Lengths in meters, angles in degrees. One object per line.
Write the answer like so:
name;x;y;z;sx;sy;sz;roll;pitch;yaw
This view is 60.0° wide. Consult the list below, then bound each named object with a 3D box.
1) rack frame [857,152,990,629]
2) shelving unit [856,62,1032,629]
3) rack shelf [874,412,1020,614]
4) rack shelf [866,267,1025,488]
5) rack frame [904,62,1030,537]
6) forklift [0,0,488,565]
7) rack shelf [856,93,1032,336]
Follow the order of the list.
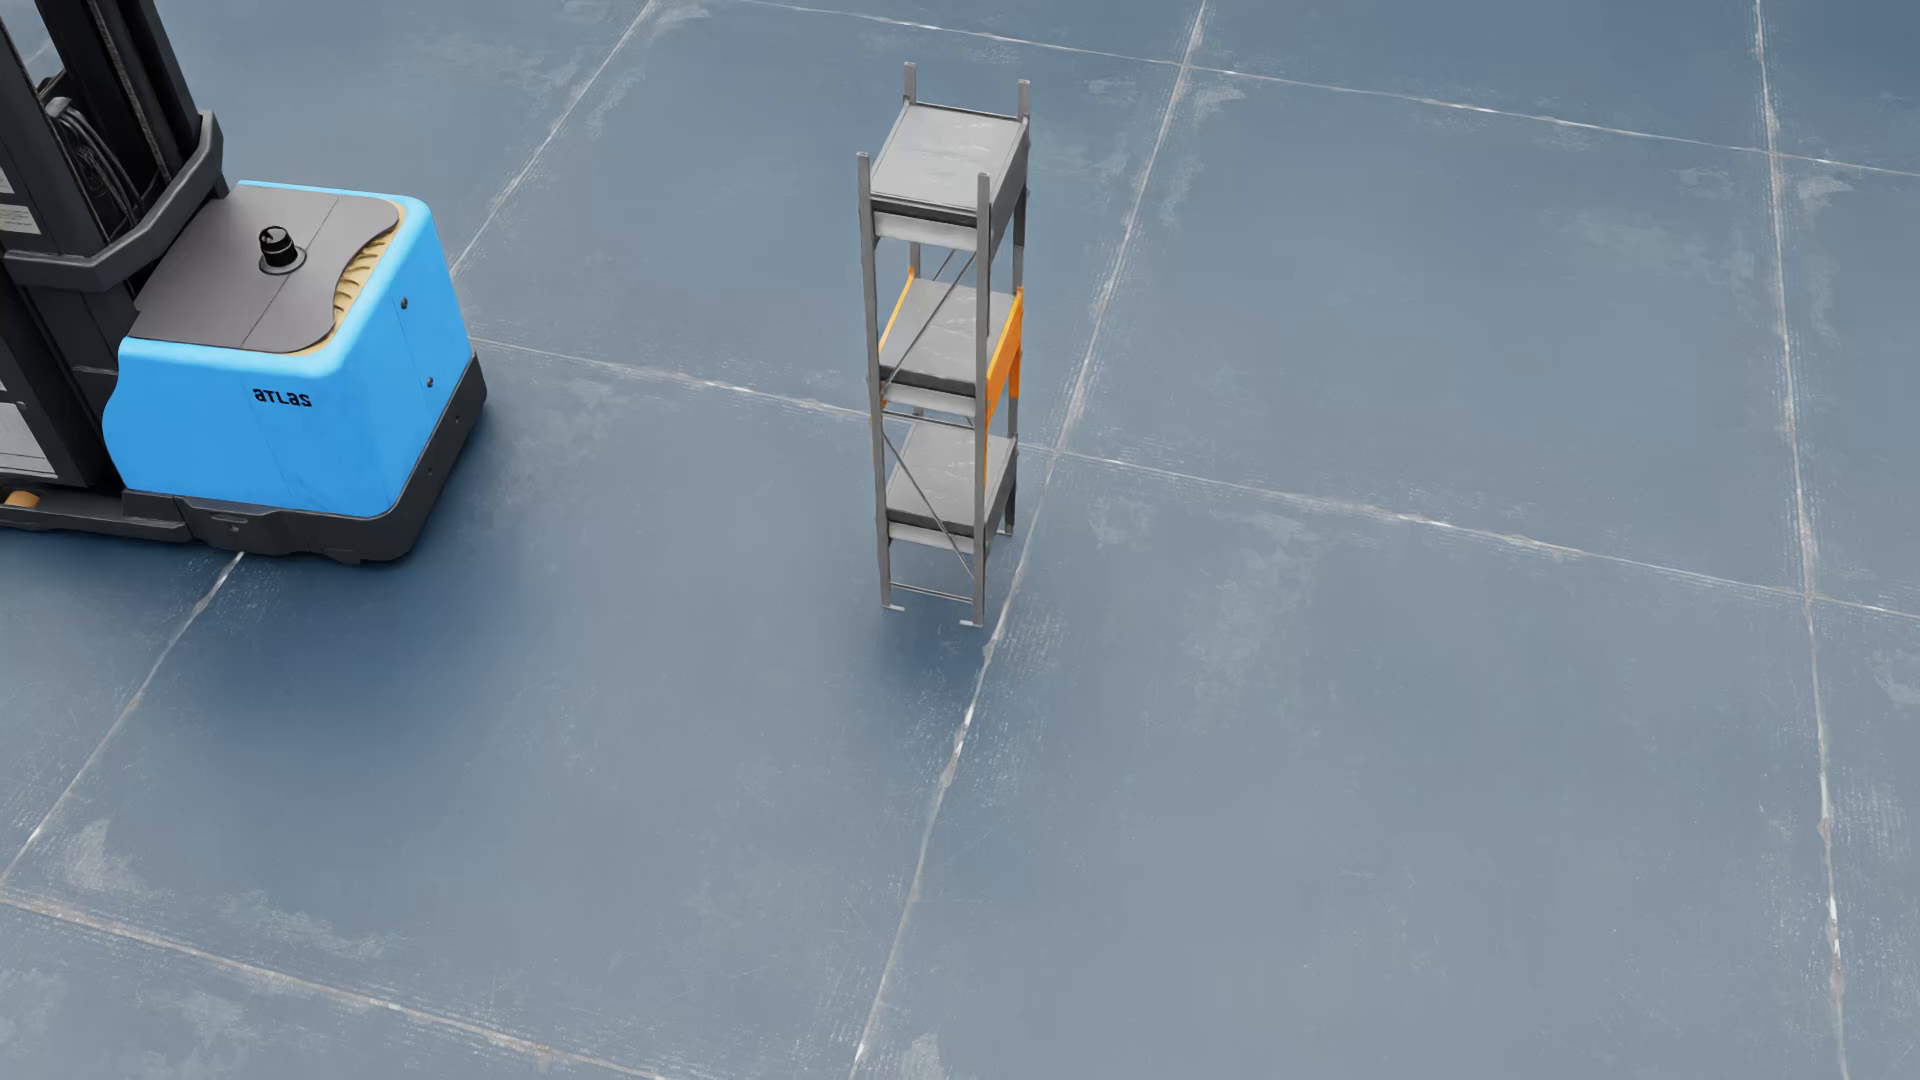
rack frame;-0.108;-0.399;5.620;0.400;2.100;0.015;12;50;10
shelving unit;-0.044;-0.575;5.776;0.431;2.100;0.503;12;50;10
rack shelf;-0.044;-0.103;6.311;0.431;0.518;0.480;12;50;10
rack shelf;-0.044;-0.566;5.786;0.431;0.518;0.480;12;50;10
rack frame;0.021;-0.752;5.932;0.400;2.100;0.015;12;50;10
forklift;-3.586;-1.394;5.944;3.031;2.935;1.130;7;49;6
rack shelf;-0.044;-1.029;5.261;0.431;0.518;0.480;12;50;10
